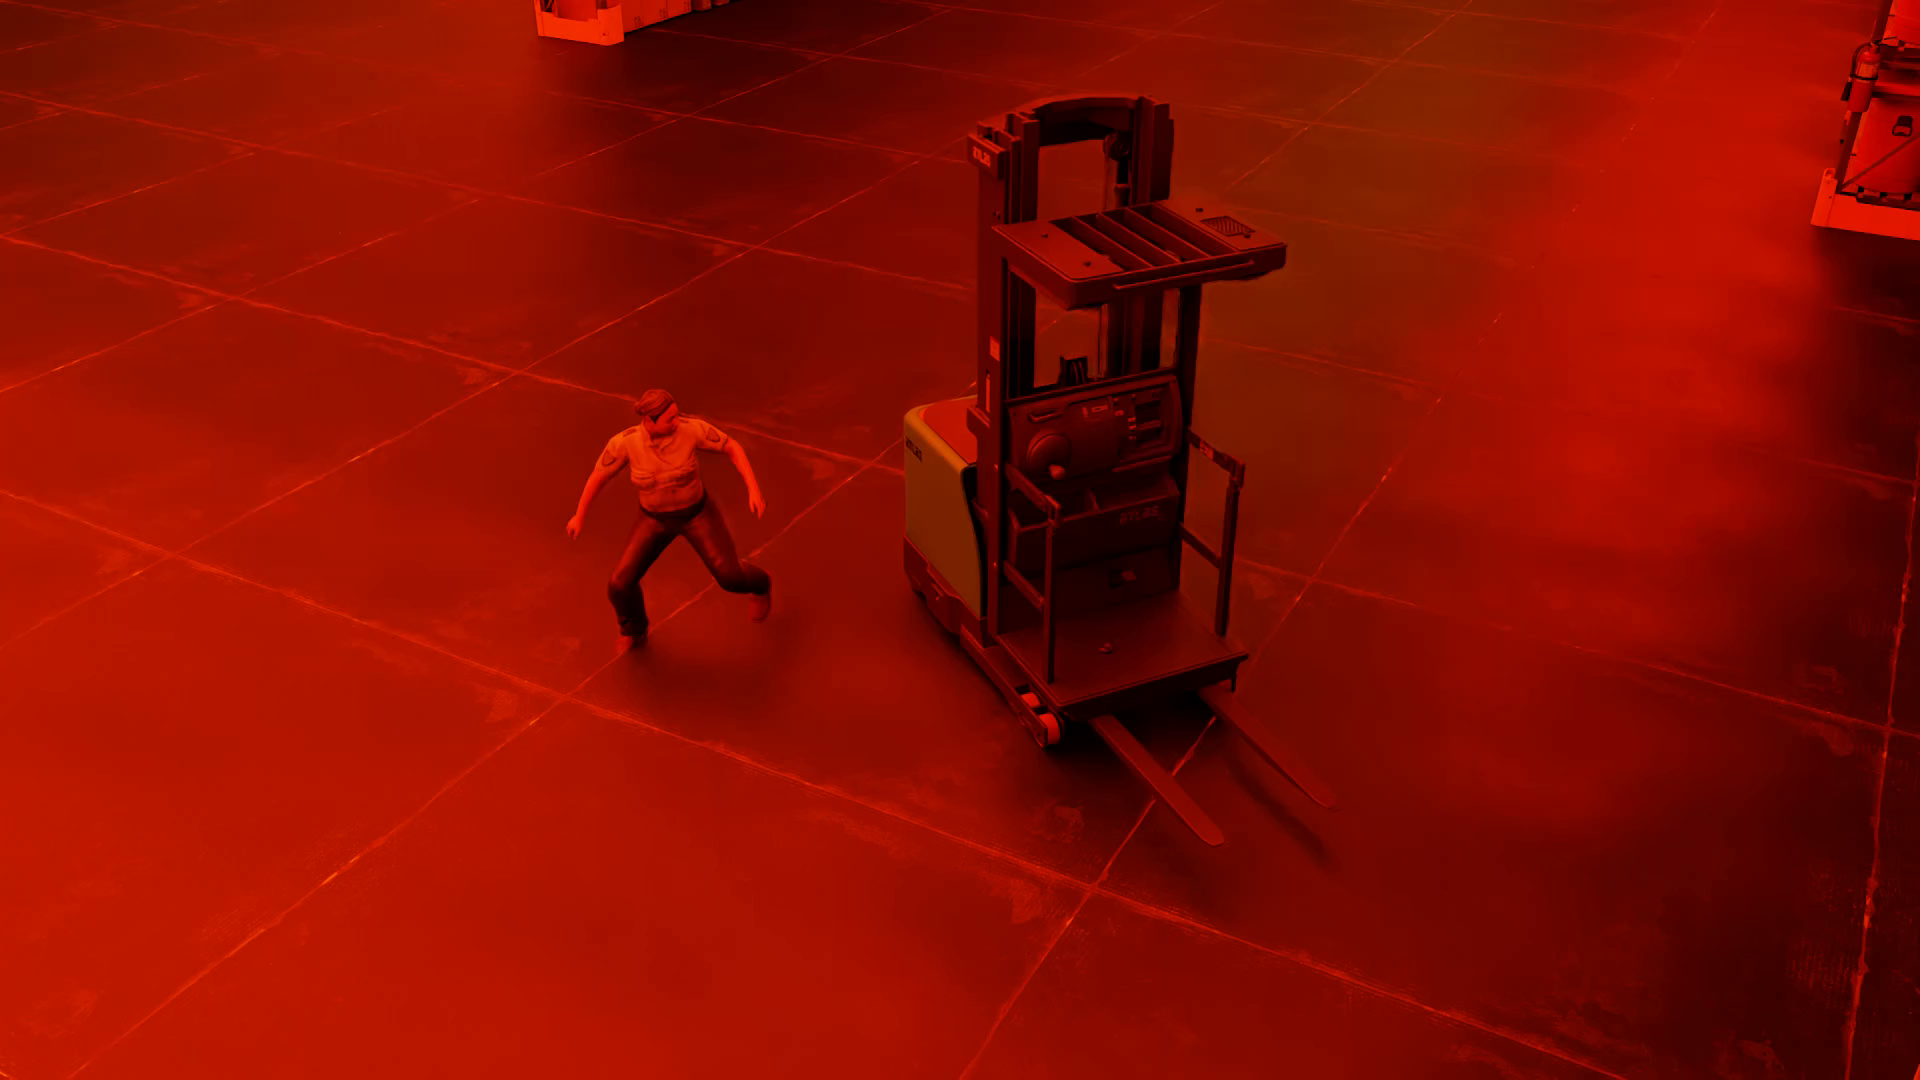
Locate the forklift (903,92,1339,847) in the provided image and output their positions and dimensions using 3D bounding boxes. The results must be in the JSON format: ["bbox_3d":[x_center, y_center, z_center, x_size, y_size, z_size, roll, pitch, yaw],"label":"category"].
[{"bbox_3d":[0.760,-0.496,7.929,1.130,2.935,3.031,-13,33,-22],"label":"forklift"}]

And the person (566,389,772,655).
[{"bbox_3d":[-1.545,-0.102,8.737,1.049,1.542,0.485,-2,30,-3],"label":"person"}]
